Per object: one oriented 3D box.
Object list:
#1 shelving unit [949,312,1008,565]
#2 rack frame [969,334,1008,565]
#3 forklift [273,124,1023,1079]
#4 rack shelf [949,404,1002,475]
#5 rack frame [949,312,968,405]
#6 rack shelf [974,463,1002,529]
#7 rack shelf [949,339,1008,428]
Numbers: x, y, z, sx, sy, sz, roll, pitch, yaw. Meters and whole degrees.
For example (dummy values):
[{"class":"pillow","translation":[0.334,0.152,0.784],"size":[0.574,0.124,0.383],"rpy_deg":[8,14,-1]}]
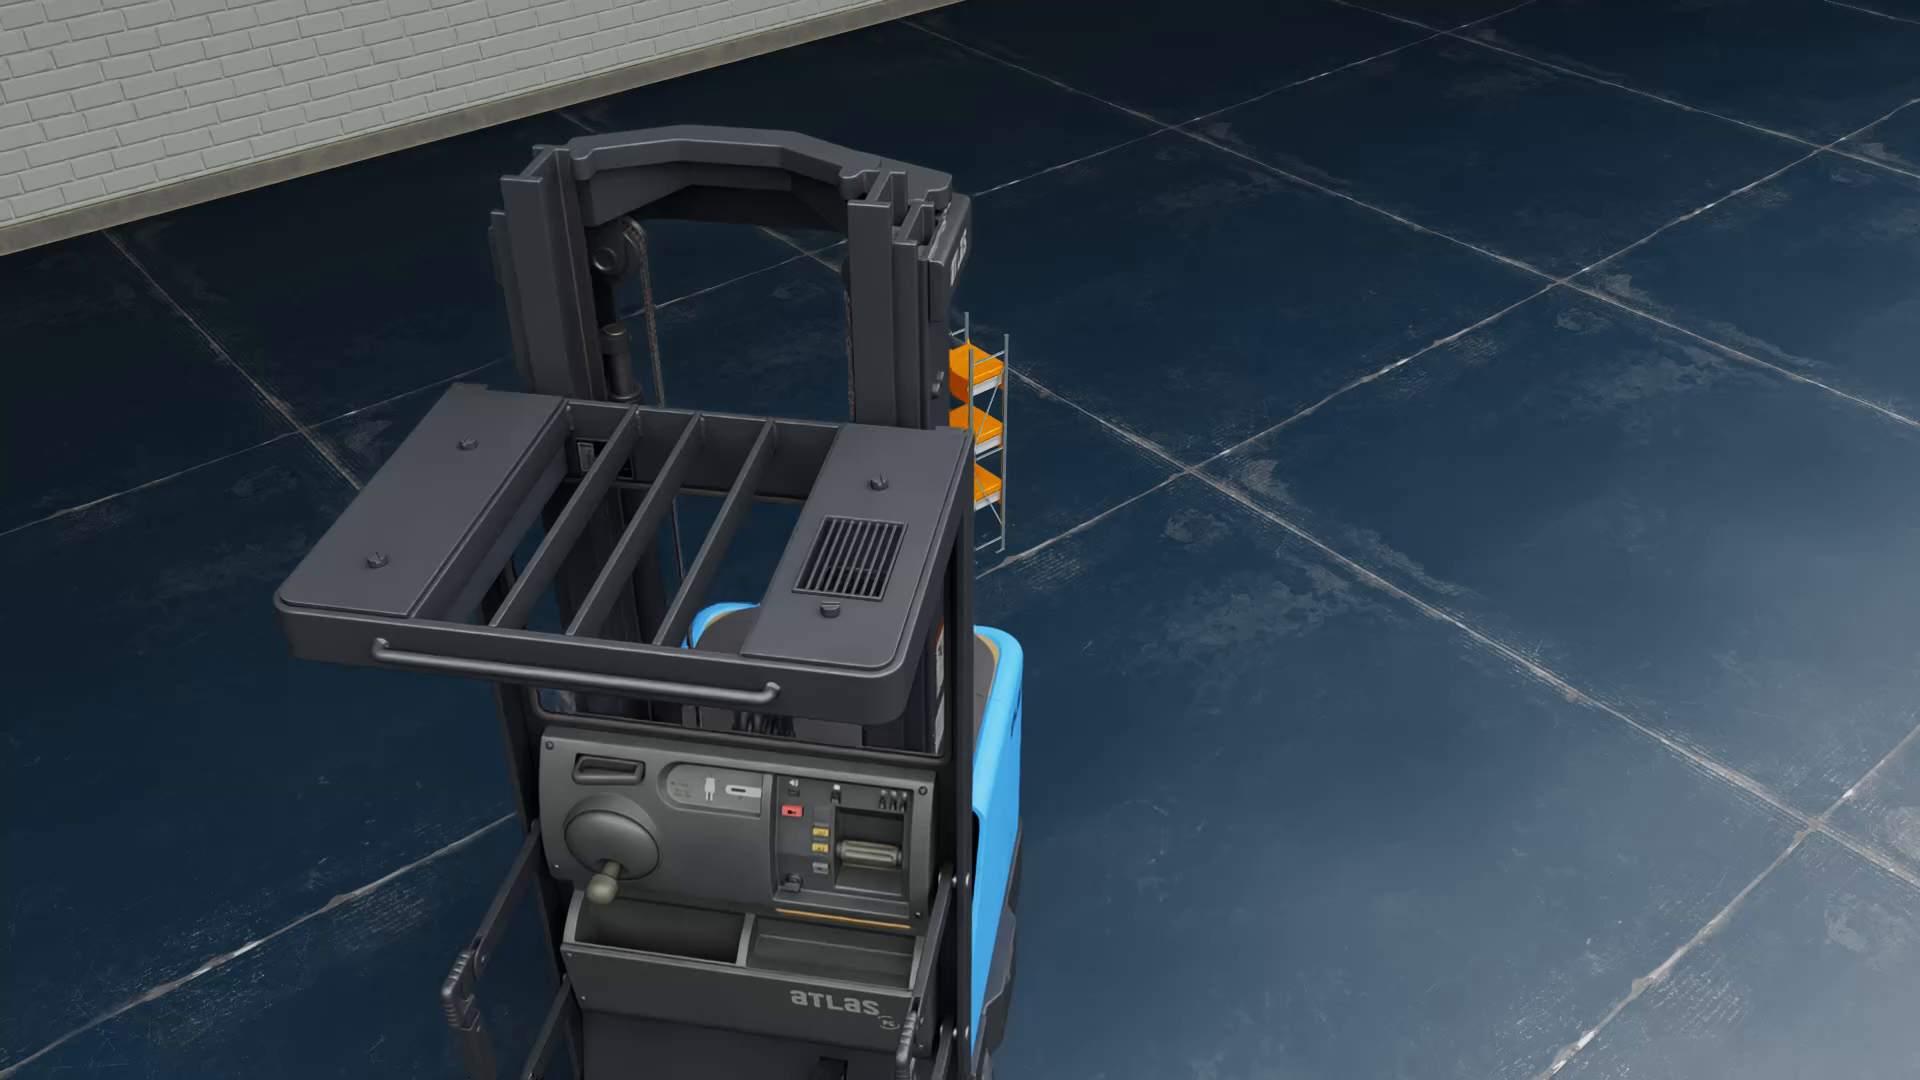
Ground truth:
[{"class":"shelving unit","translation":[0.035,-0.405,6.913],"size":[0.215,1.050,0.252],"rpy_deg":[-26,43,-32]},{"class":"rack frame","translation":[0.113,-0.351,6.837],"size":[0.200,1.050,0.008],"rpy_deg":[-26,43,-32]},{"class":"forklift","translation":[-0.556,0.741,3.668],"size":[1.130,2.935,3.031],"rpy_deg":[6,36,8]},{"class":"rack shelf","translation":[0.035,-0.396,6.919],"size":[0.215,0.259,0.240],"rpy_deg":[-26,43,-32]},{"class":"rack frame","translation":[-0.044,-0.459,6.989],"size":[0.200,1.050,0.008],"rpy_deg":[-26,43,-32]},{"class":"rack shelf","translation":[0.035,-0.169,7.080],"size":[0.215,0.259,0.240],"rpy_deg":[-26,43,-32]},{"class":"rack shelf","translation":[0.035,-0.628,6.755],"size":[0.215,0.259,0.240],"rpy_deg":[-26,43,-32]}]
